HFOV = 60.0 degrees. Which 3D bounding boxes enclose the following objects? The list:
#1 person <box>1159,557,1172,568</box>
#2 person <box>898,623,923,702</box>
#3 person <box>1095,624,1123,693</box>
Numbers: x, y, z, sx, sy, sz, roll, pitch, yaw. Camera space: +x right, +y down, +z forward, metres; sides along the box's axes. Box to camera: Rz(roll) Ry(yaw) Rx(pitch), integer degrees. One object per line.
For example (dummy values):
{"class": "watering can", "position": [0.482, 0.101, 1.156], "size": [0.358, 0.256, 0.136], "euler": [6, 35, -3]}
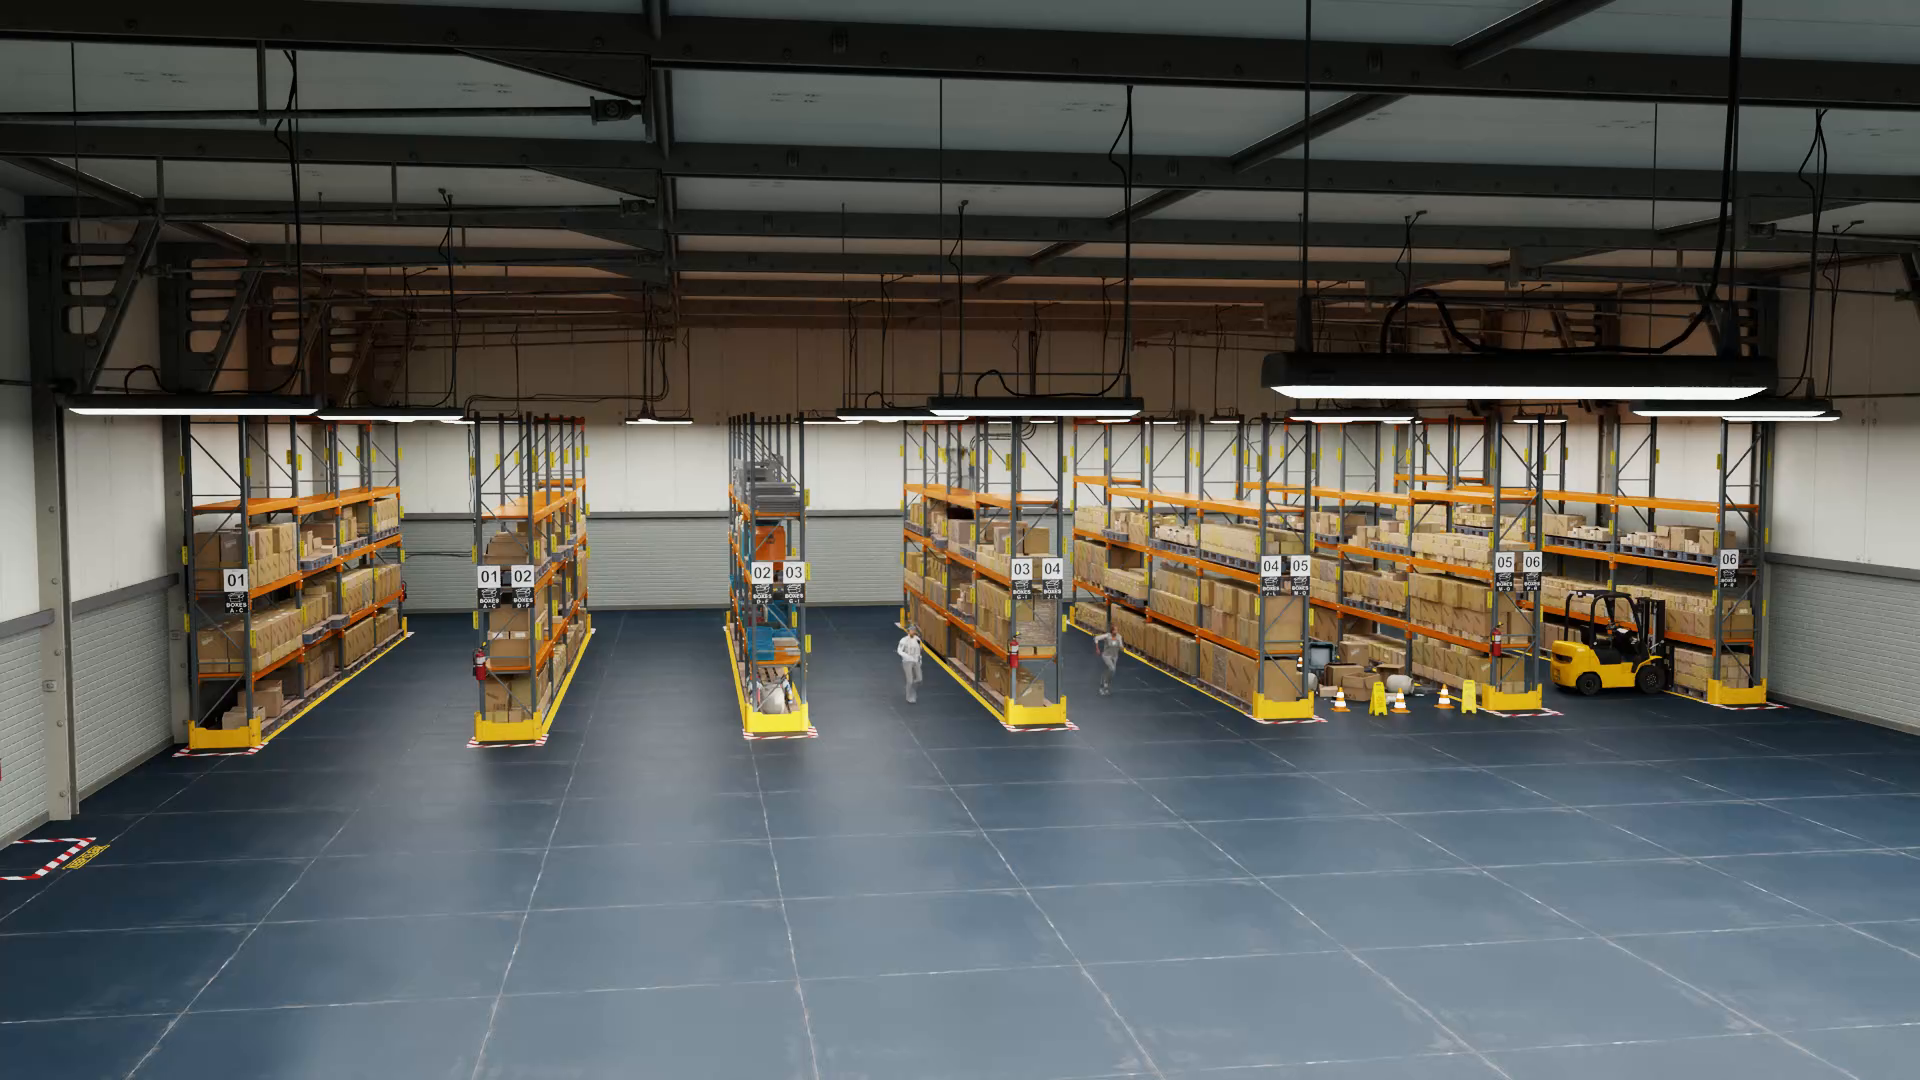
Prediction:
{"class": "person", "position": [6.256, 1.353, 51.292], "size": [0.722, 1.757, 0.682], "euler": [-3, 5, -34]}
{"class": "person", "position": [-0.993, 2.549, 34.455], "size": [0.614, 1.652, 0.542], "euler": [-2, 4, -26]}
{"class": "person", "position": [3.191, 2.539, 35.424], "size": [0.524, 1.524, 0.788], "euler": [-2, 4, -28]}
